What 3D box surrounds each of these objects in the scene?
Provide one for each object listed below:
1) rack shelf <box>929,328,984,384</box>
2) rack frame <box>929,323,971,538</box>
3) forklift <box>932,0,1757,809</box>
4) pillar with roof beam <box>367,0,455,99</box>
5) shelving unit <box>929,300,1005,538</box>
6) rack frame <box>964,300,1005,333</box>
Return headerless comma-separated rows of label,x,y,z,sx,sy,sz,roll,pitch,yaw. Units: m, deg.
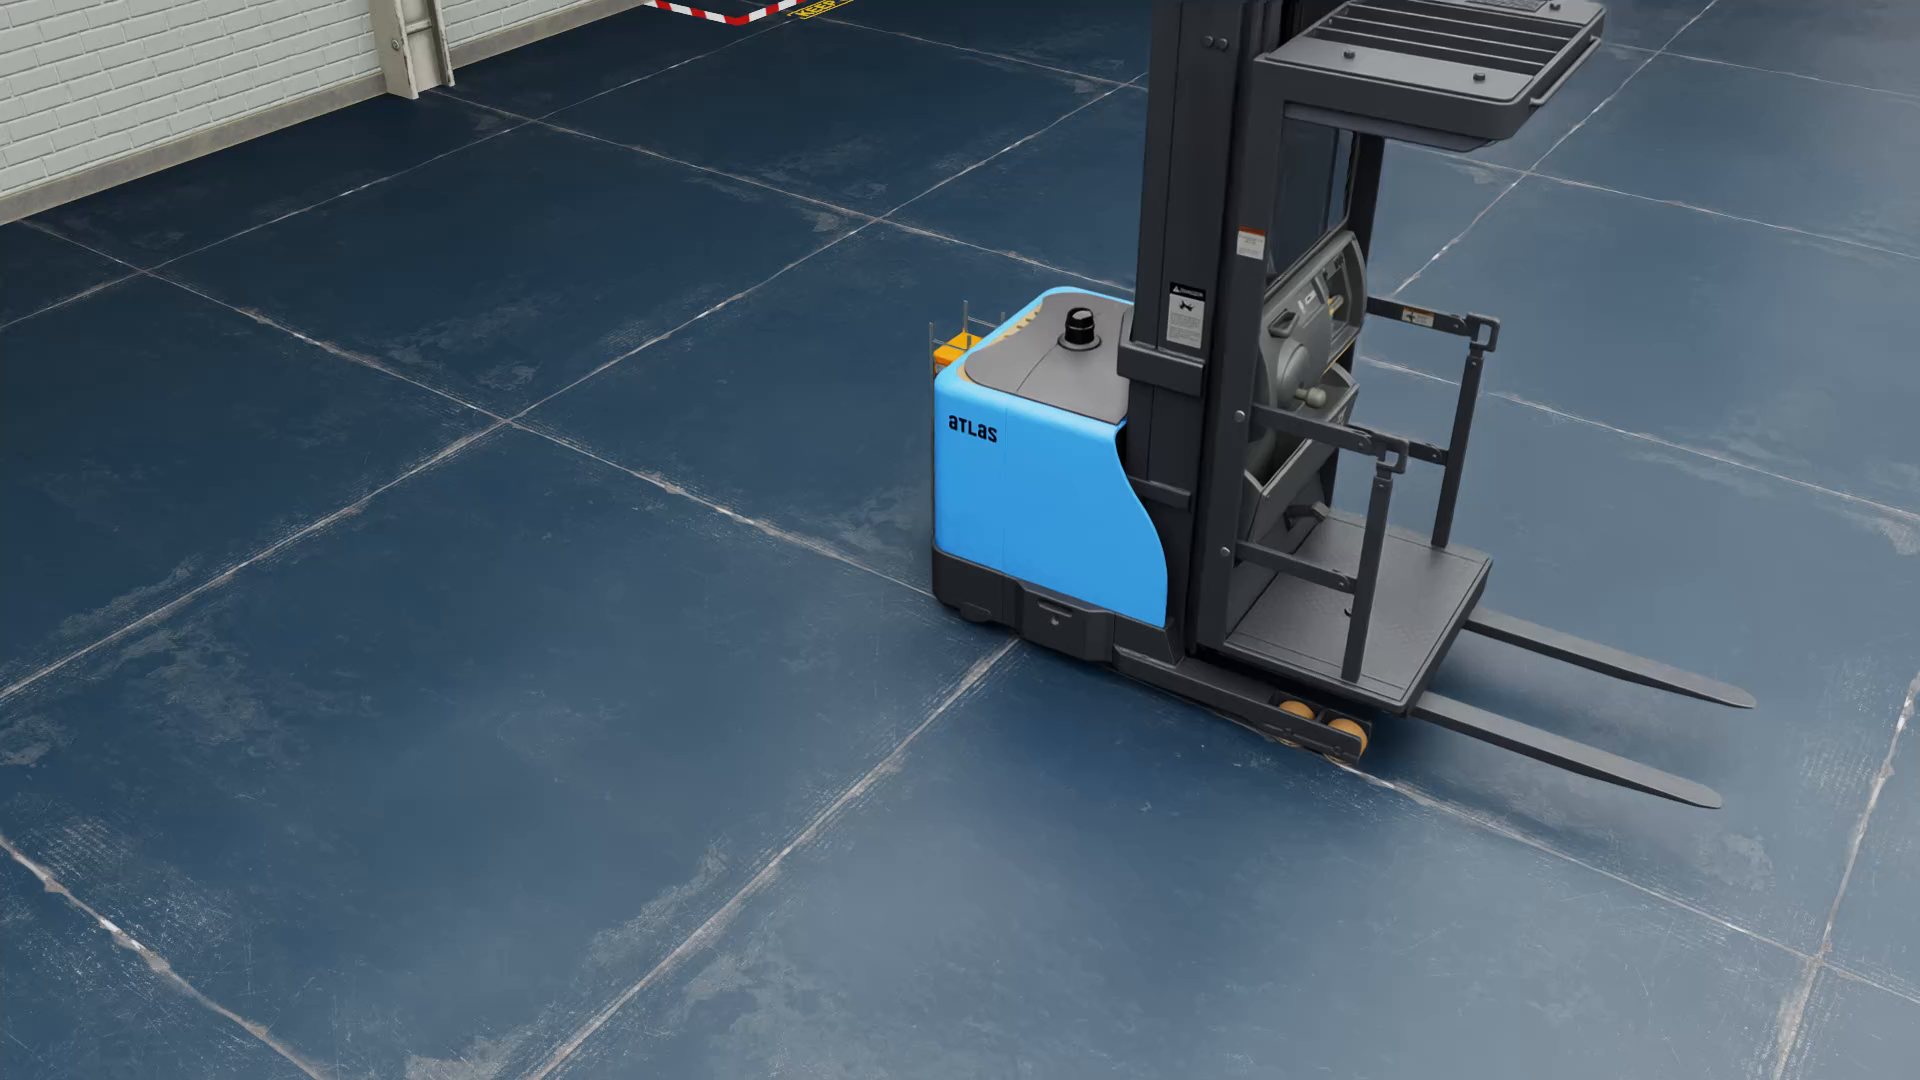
rack shelf,0.030,-0.686,6.839,0.215,0.259,0.240,21,39,28
rack frame,-0.039,-0.403,6.909,0.200,1.050,0.008,21,39,28
forklift,1.411,-0.738,5.725,3.031,2.935,1.130,19,38,26
pillar with roof beam,-0.399,-5.650,7.572,9.100,9.000,0.400,21,39,28
shelving unit,0.030,-0.460,6.993,0.215,1.050,0.252,21,39,28
rack frame,0.099,-0.516,7.076,0.200,1.050,0.008,21,39,28
